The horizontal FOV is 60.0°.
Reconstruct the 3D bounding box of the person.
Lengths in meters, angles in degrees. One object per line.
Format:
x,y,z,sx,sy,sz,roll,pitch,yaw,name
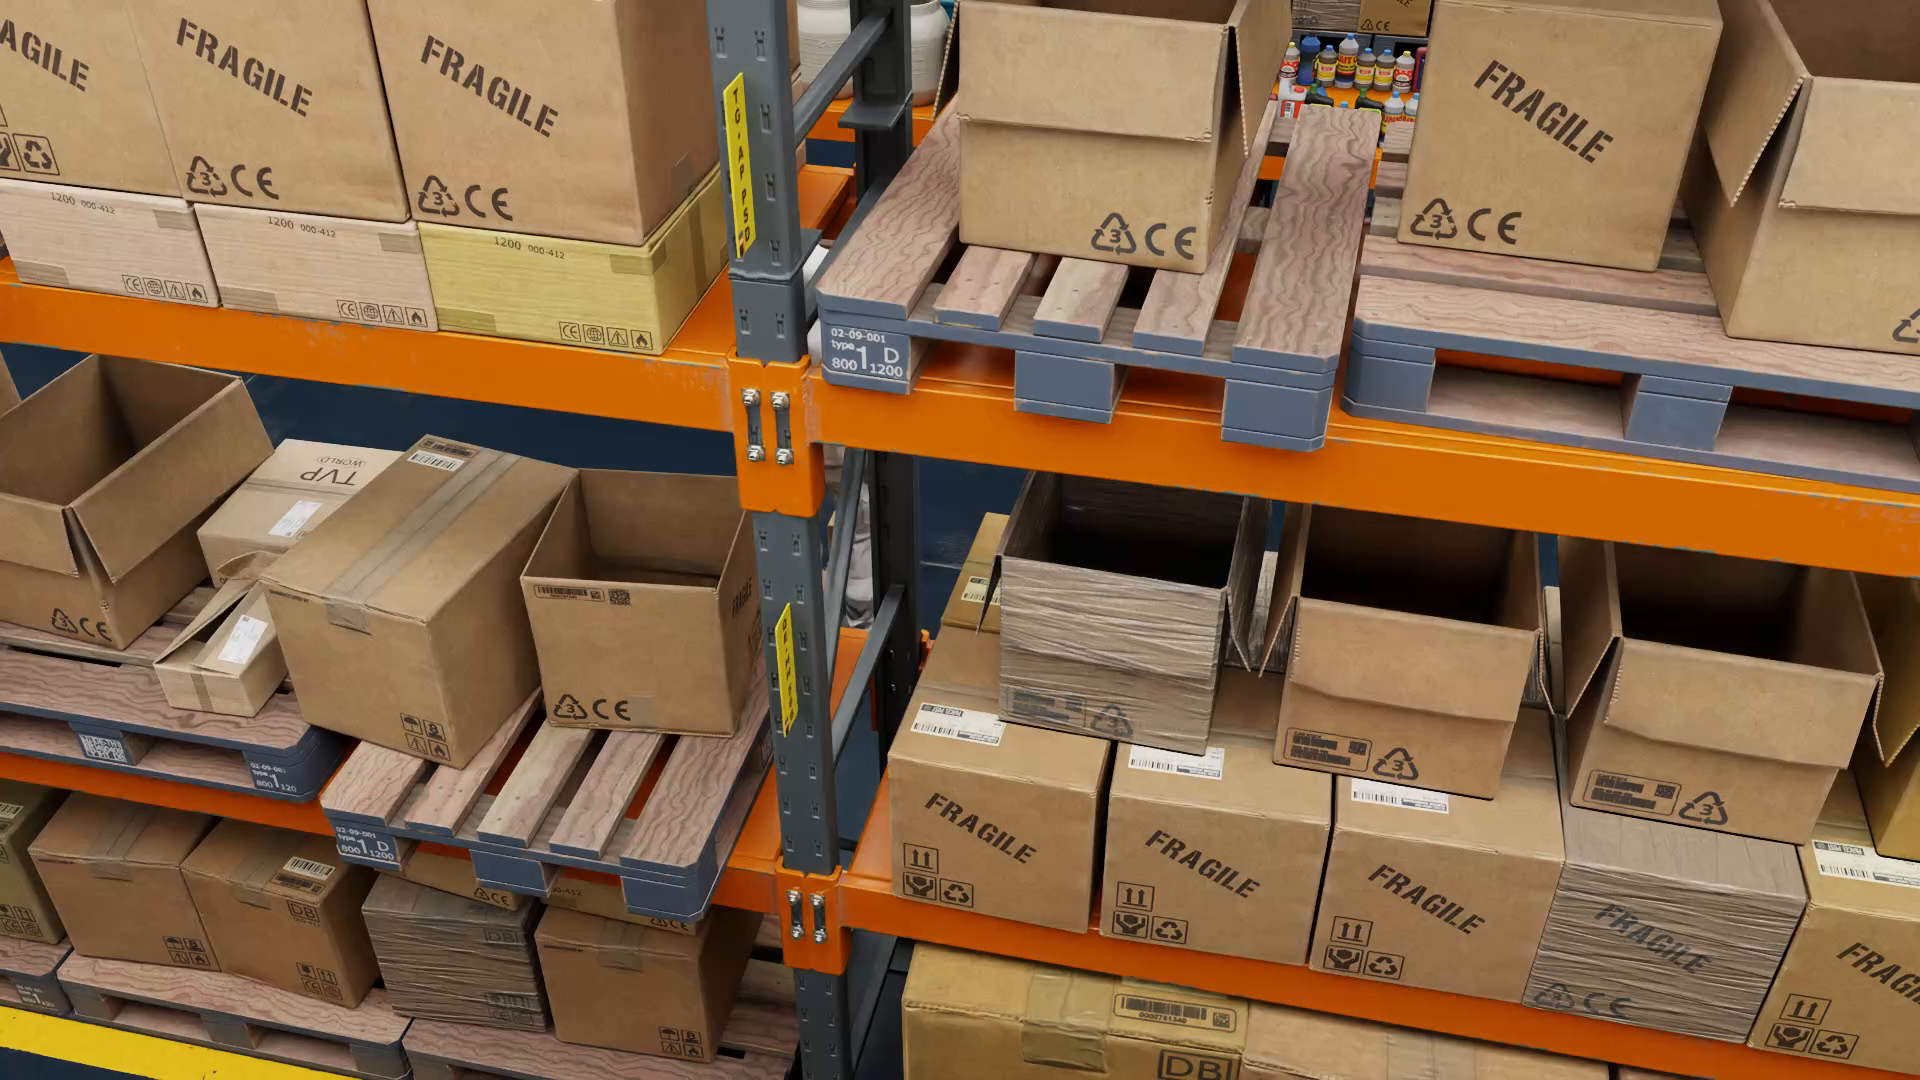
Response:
-0.548,-0.381,6.662,0.541,1.812,0.482,8,37,11,person
